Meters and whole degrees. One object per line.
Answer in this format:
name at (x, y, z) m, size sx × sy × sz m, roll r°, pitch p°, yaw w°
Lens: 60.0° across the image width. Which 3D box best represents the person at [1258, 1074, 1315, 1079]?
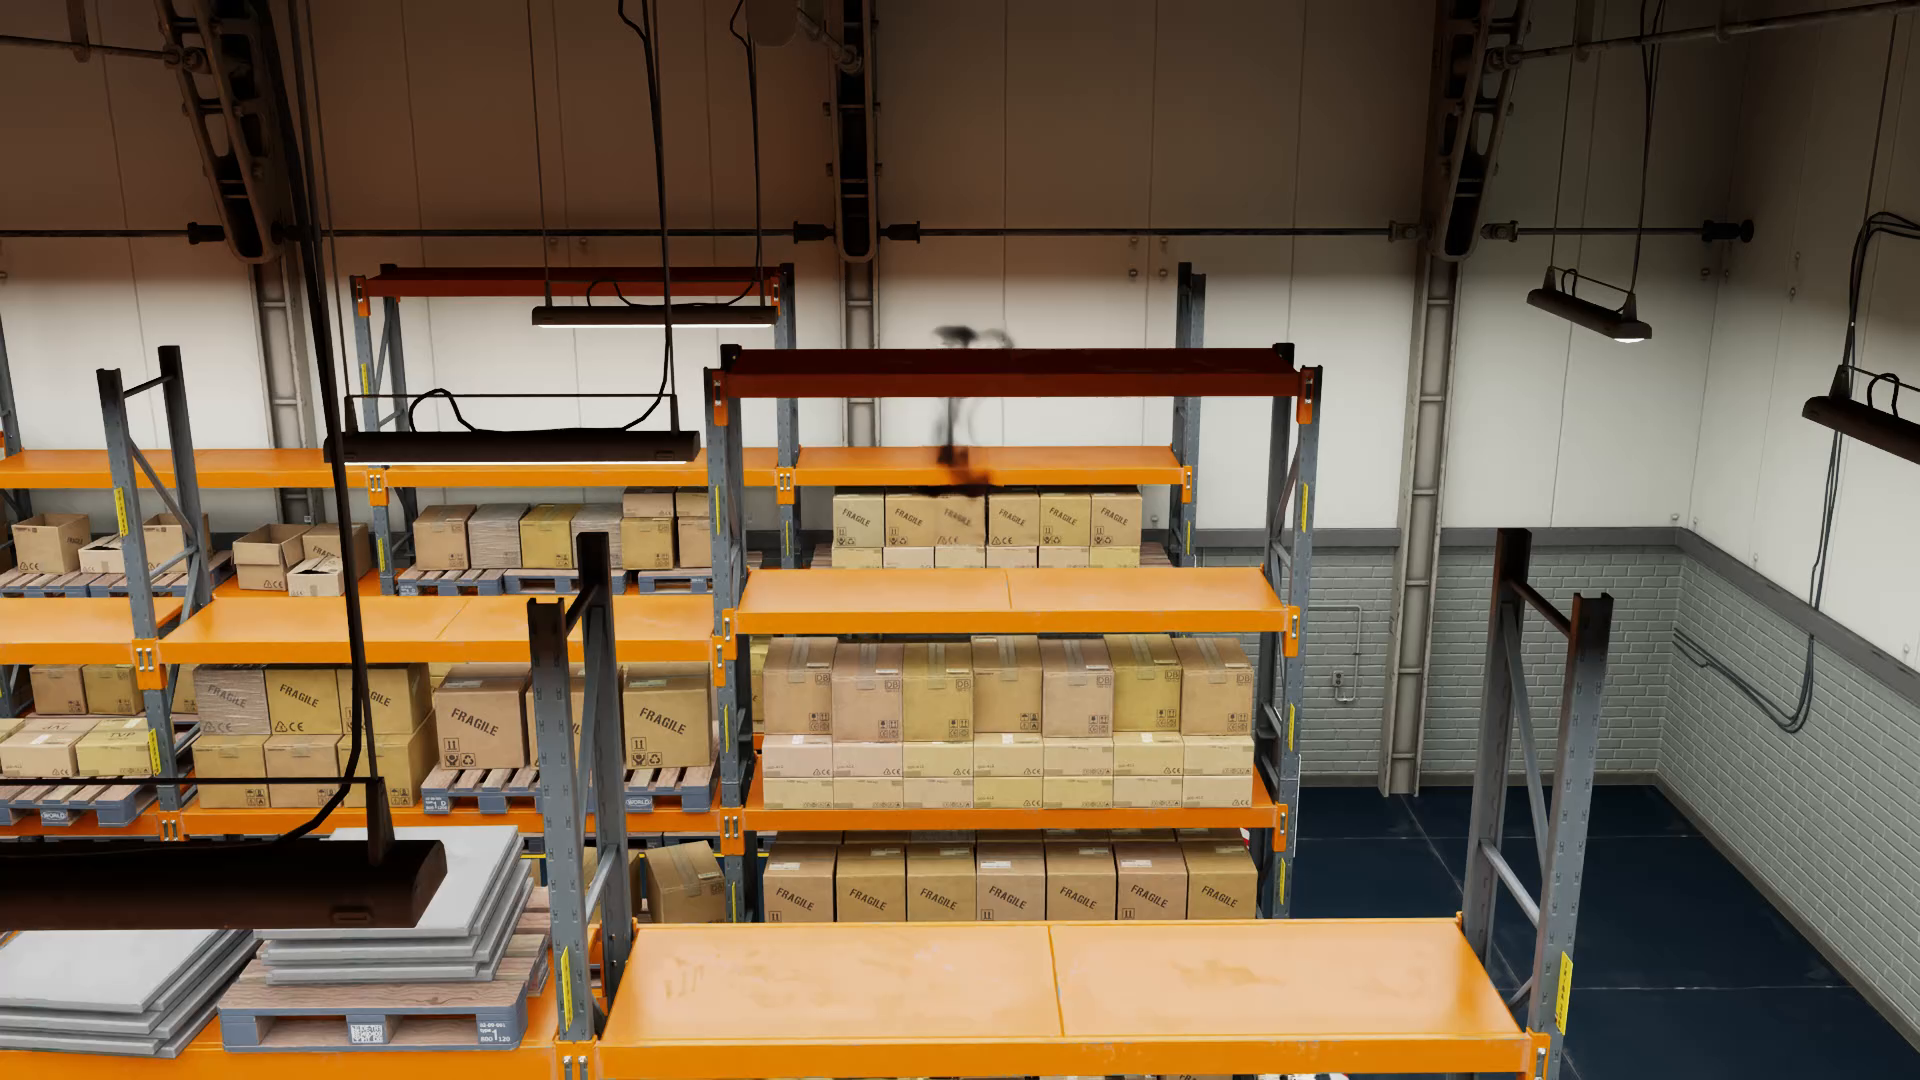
person at (2.262, 4.082, 11.579) m, size 0.701 × 1.712 × 0.610 m, roll -10°, pitch 19°, yaw -30°
